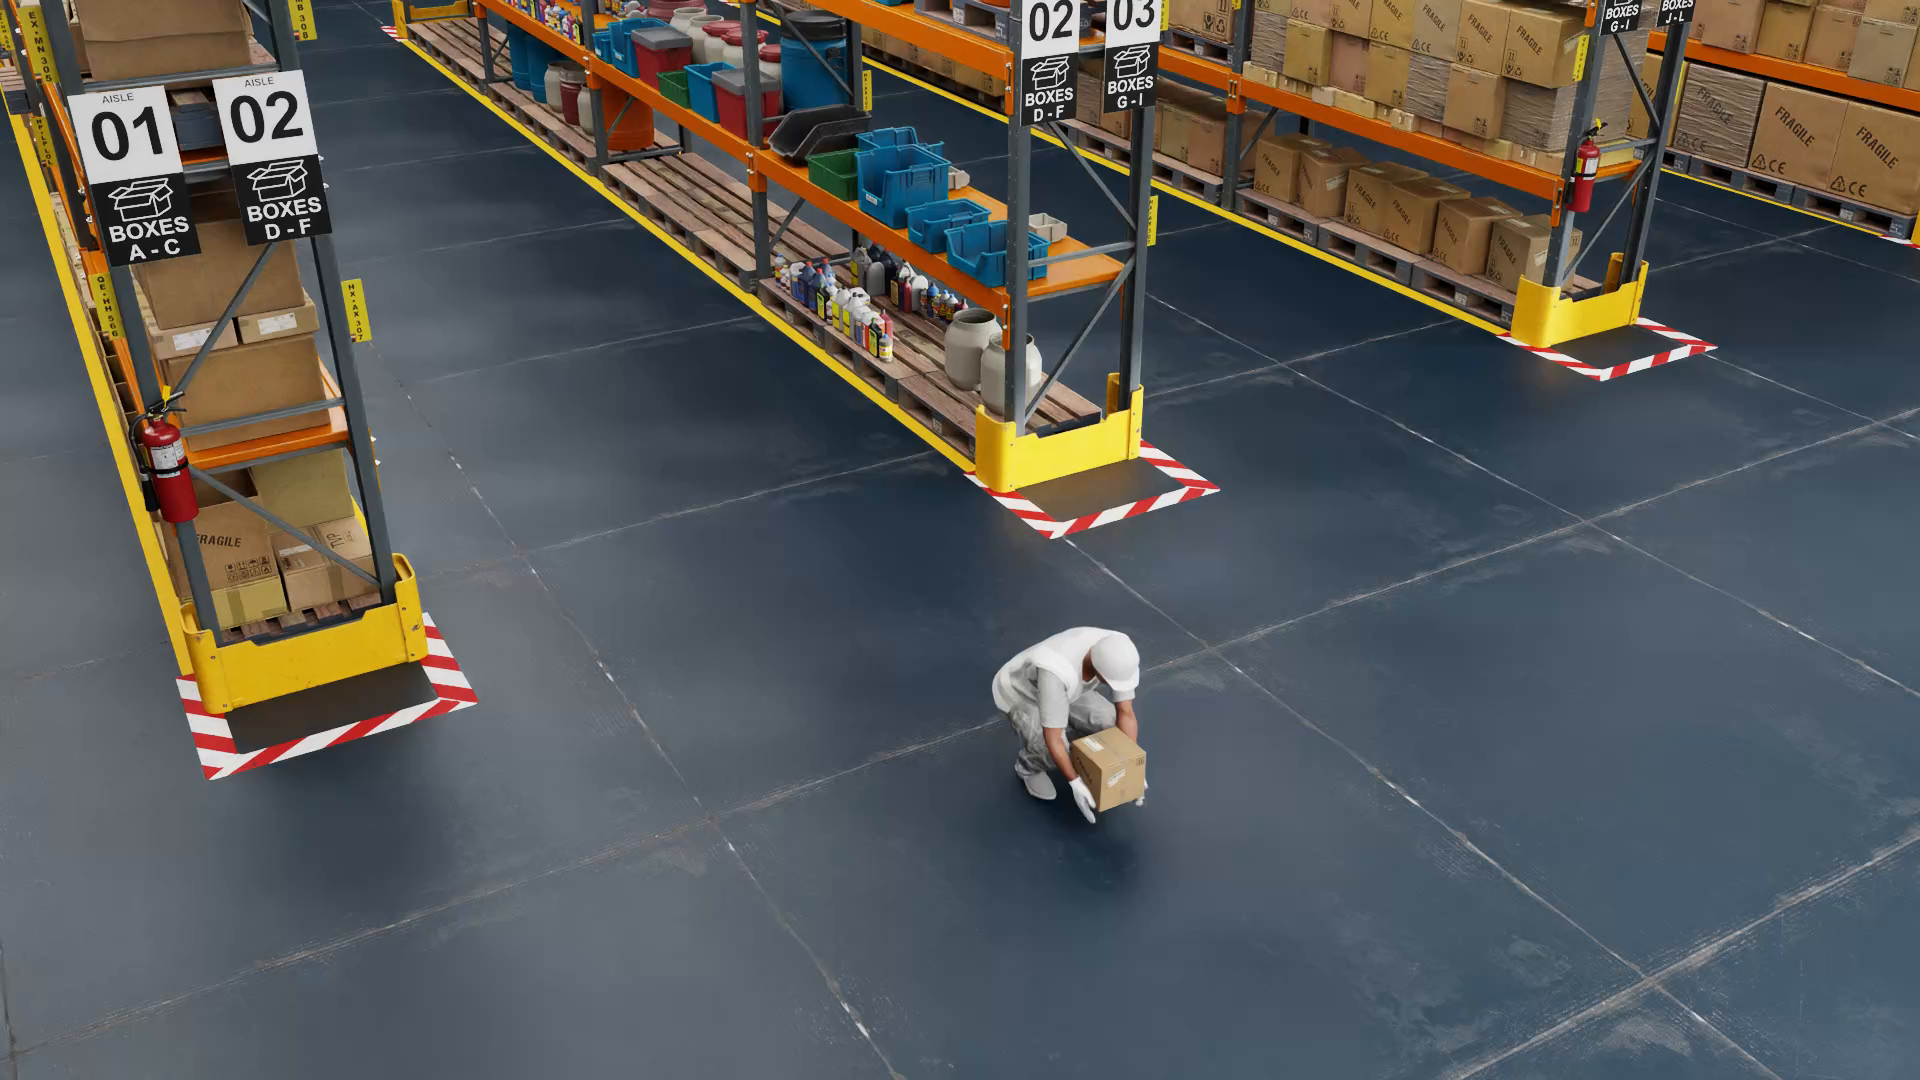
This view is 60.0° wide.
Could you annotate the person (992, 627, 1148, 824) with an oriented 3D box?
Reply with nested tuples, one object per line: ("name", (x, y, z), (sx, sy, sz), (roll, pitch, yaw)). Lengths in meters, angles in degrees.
("person", (0.545, 0.779, 7.951), (0.559, 1.000, 0.894), (-16, 33, -27))
